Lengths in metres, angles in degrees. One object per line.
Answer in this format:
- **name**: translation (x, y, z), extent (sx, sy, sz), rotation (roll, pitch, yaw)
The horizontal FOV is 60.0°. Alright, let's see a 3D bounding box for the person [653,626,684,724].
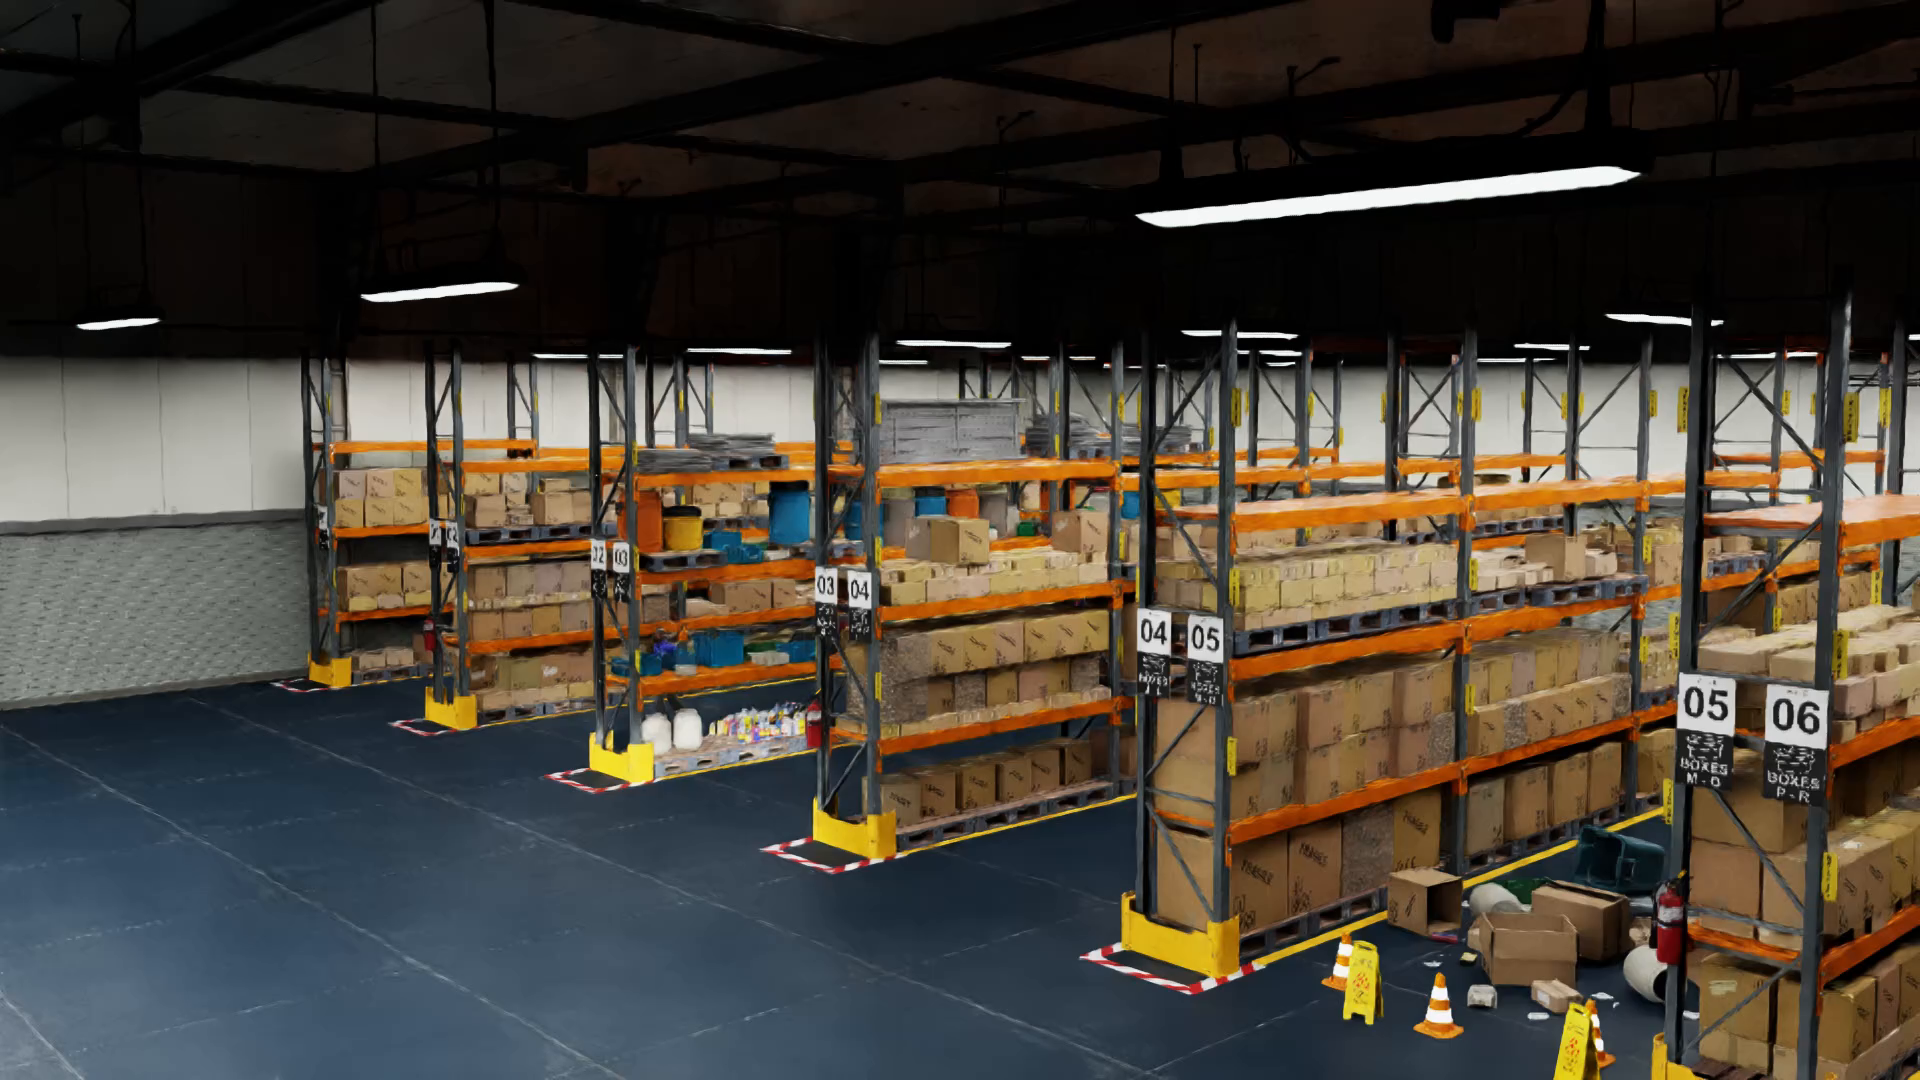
- **person**: translation (-4.534, 2.117, 25.647), extent (0.807, 1.597, 0.609), rotation (-4, 6, -37)

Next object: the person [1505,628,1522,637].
- **person**: translation (8.240, 2.143, 24.685), extent (0.434, 1.683, 0.555), rotation (2, 6, 24)
